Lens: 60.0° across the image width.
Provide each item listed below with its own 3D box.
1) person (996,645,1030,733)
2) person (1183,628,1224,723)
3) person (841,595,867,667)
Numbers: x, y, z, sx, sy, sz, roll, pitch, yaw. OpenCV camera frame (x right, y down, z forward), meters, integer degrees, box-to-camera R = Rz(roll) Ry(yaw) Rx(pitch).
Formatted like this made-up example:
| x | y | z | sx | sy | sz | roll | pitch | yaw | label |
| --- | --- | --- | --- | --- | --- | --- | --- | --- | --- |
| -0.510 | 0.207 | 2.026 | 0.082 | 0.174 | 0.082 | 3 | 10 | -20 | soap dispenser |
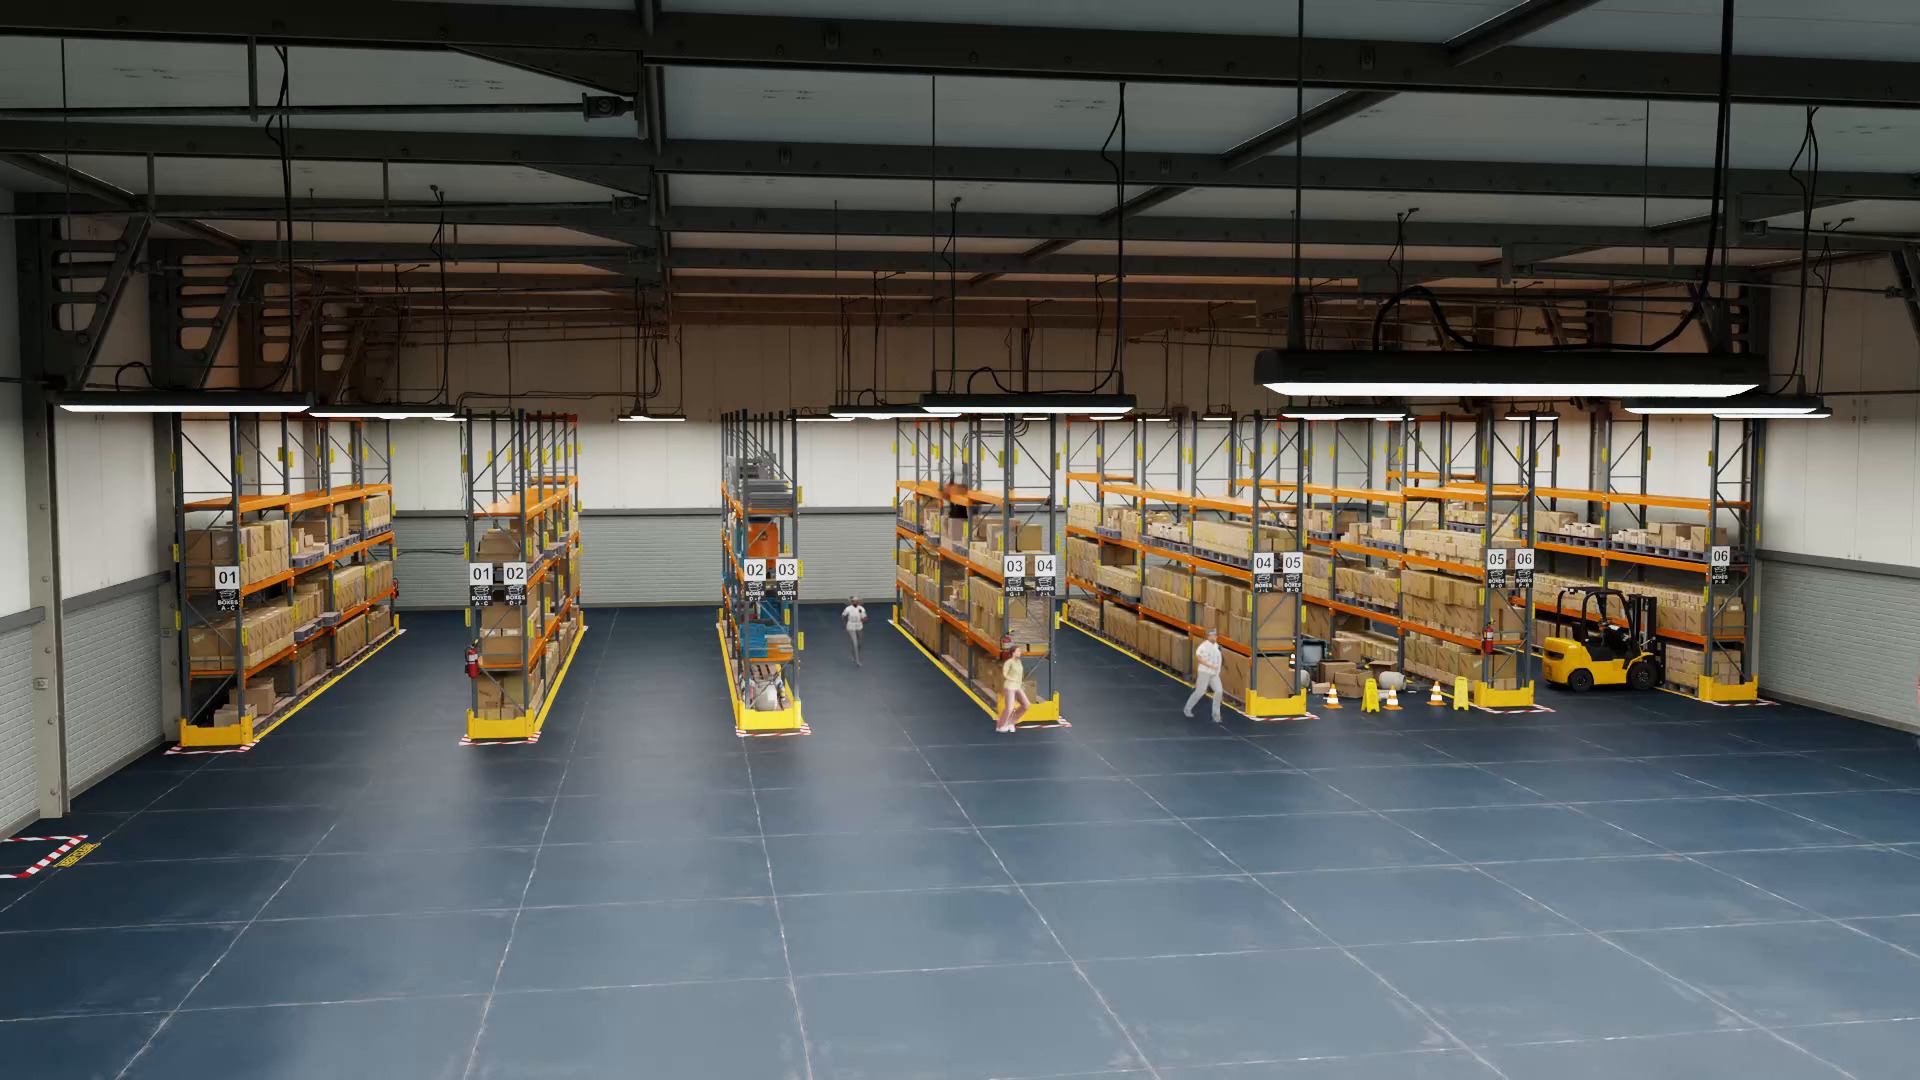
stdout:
| x | y | z | sx | sy | sz | roll | pitch | yaw | label |
| --- | --- | --- | --- | --- | --- | --- | --- | --- | --- |
| 1.003 | 2.749 | 30.759 | 0.610 | 1.626 | 0.616 | 3 | 5 | 40 | person |
| 4.838 | 2.606 | 32.246 | 0.741 | 1.806 | 0.855 | -3 | 5 | -40 | person |
| -2.492 | 2.120 | 39.424 | 0.578 | 1.674 | 0.846 | -1 | 4 | -19 | person |
